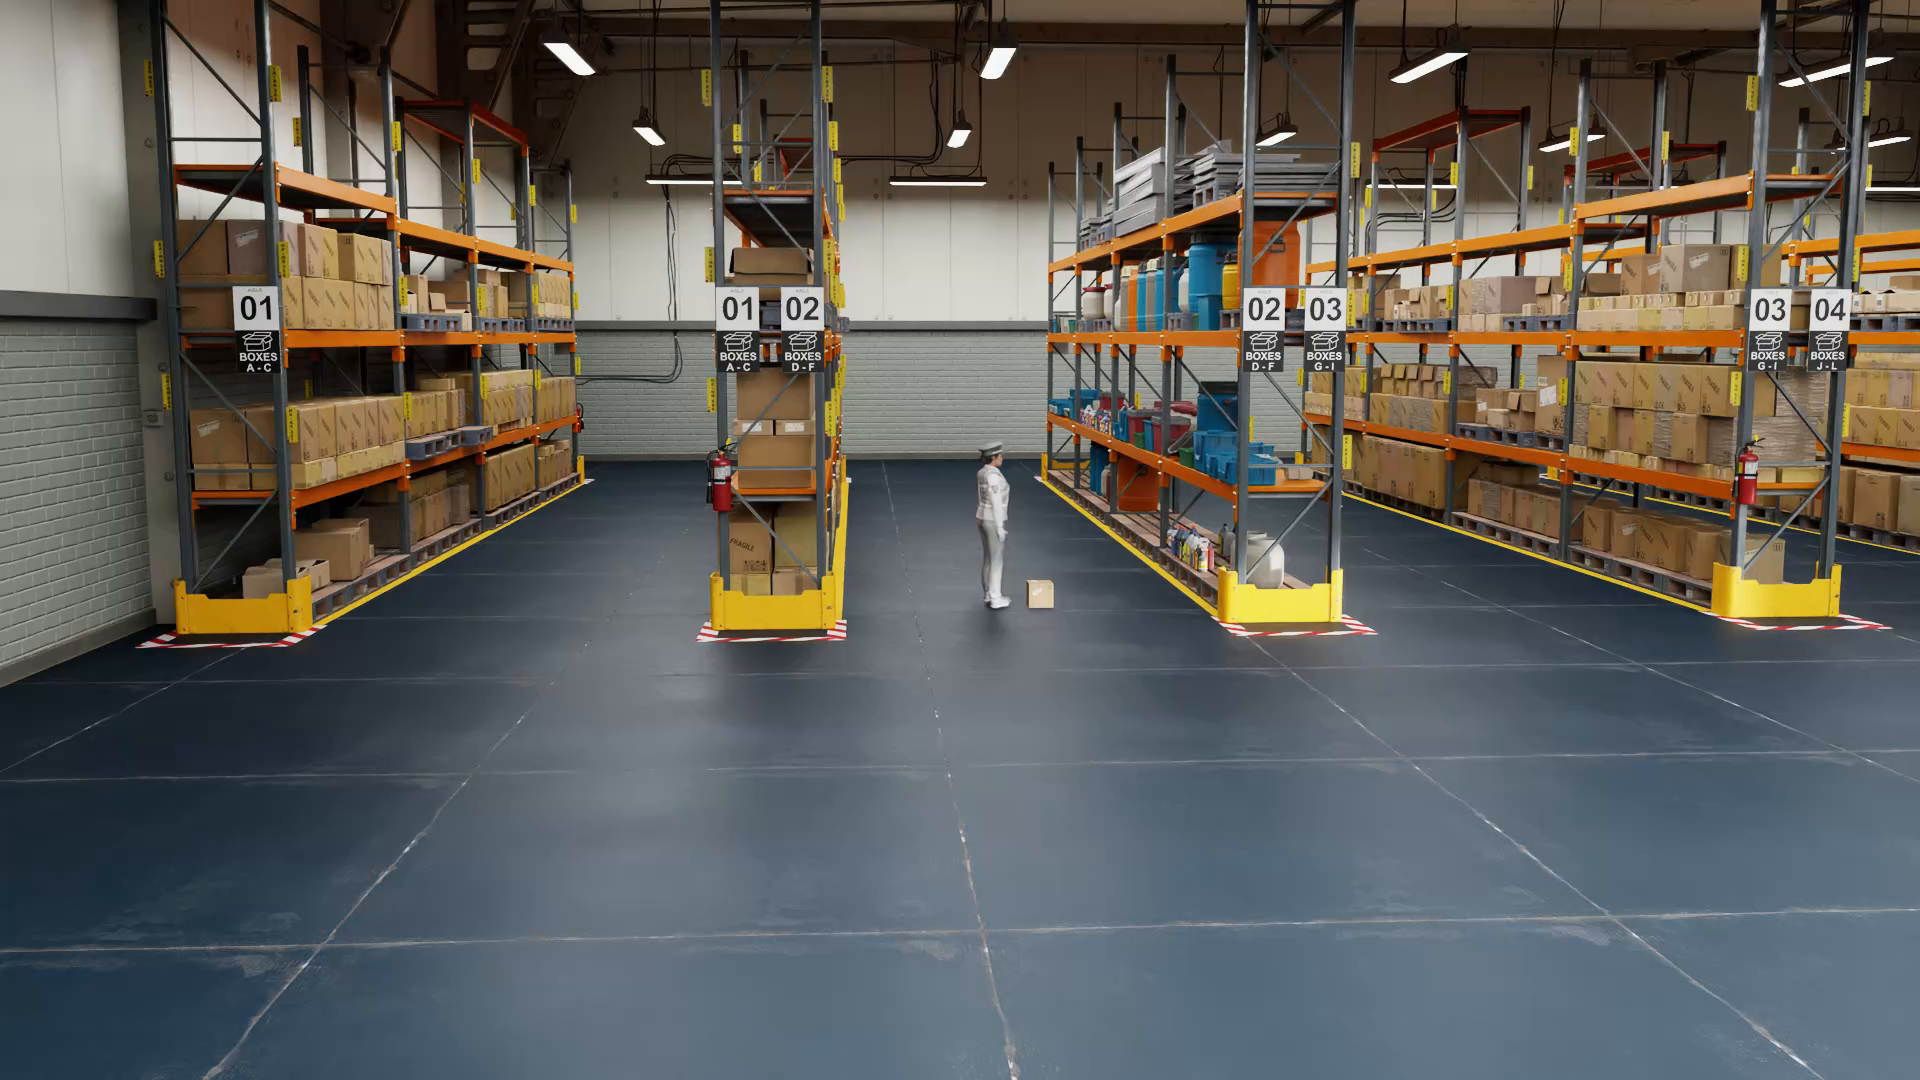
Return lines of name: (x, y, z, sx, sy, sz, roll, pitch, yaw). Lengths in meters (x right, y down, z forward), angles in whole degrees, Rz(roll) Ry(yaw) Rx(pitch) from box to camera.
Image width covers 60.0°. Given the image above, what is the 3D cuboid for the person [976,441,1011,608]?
person: (0.369, -0.164, 16.936, 0.388, 1.688, 0.499, -2, 7, -17)
